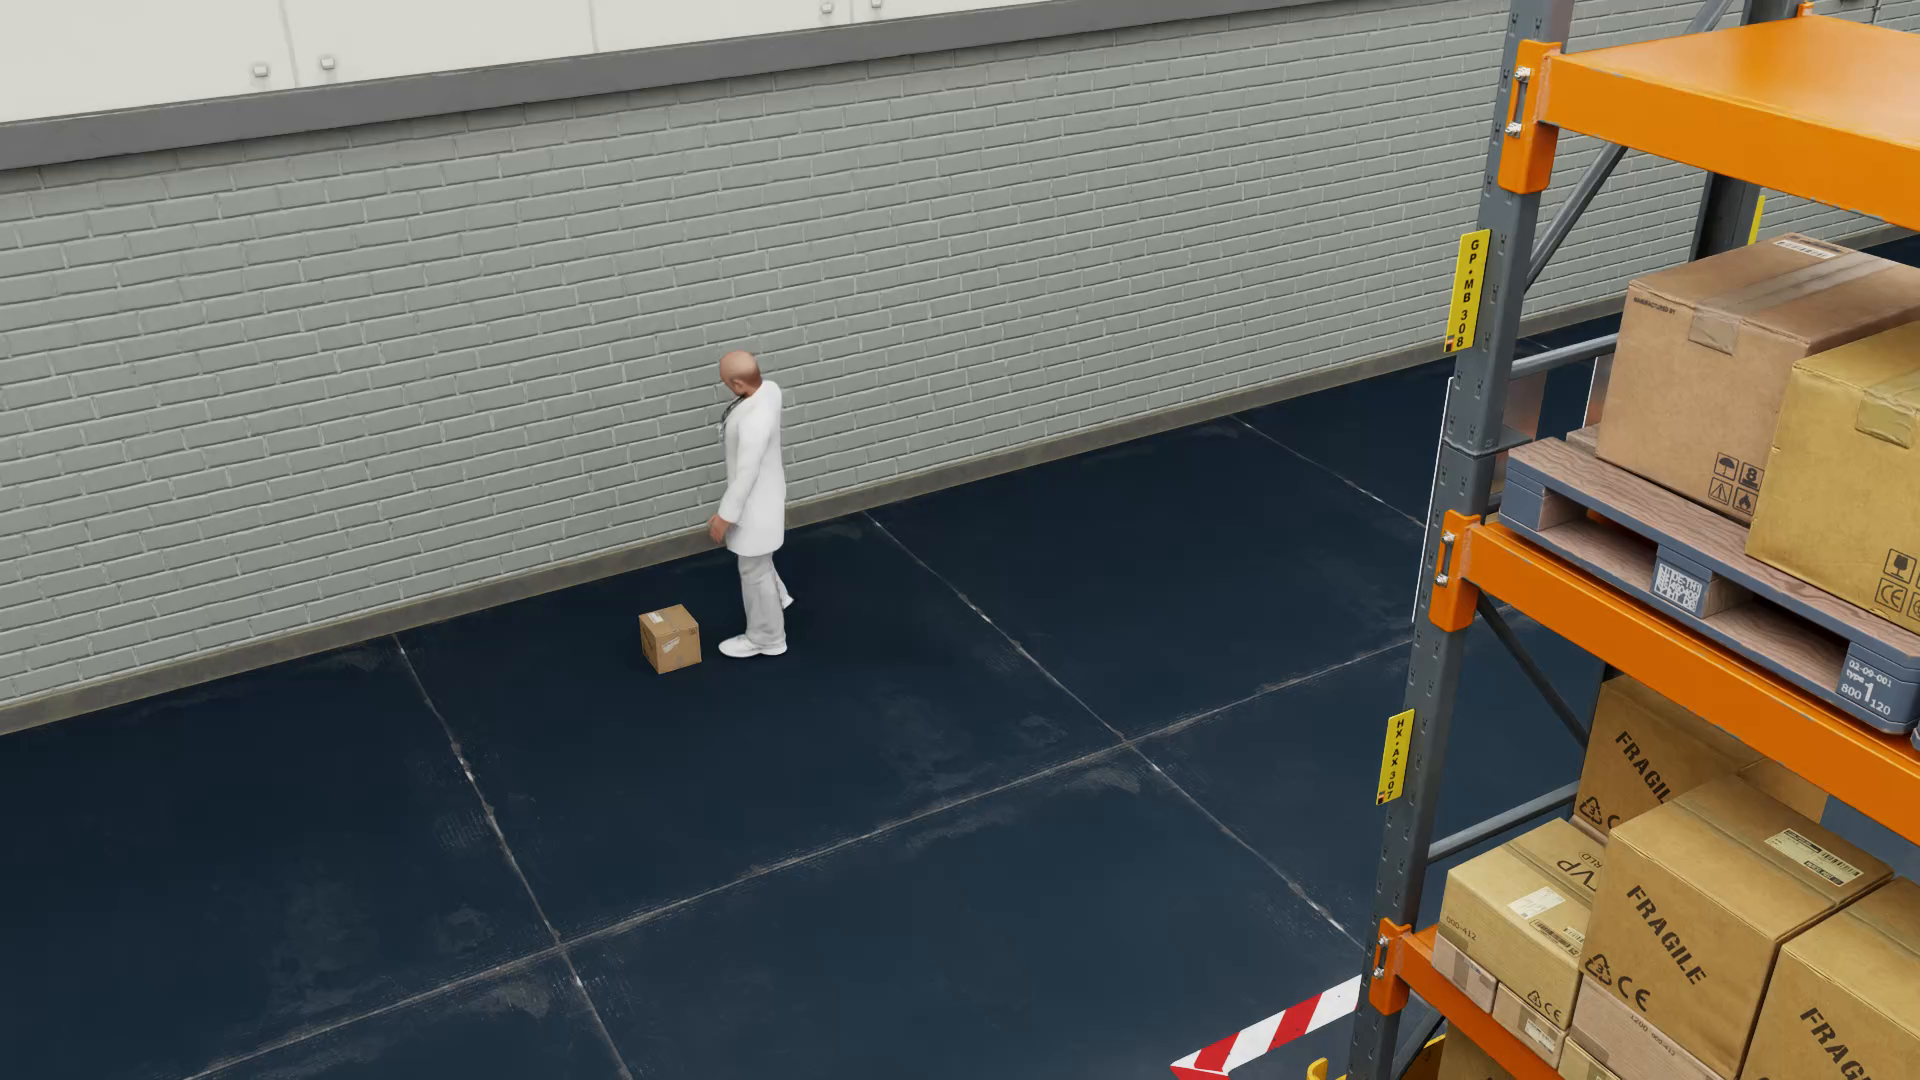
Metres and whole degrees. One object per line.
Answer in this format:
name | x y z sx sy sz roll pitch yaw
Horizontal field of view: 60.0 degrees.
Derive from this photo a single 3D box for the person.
person | -1.137 -0.209 8.982 0.400 1.821 0.689 0 29 1
